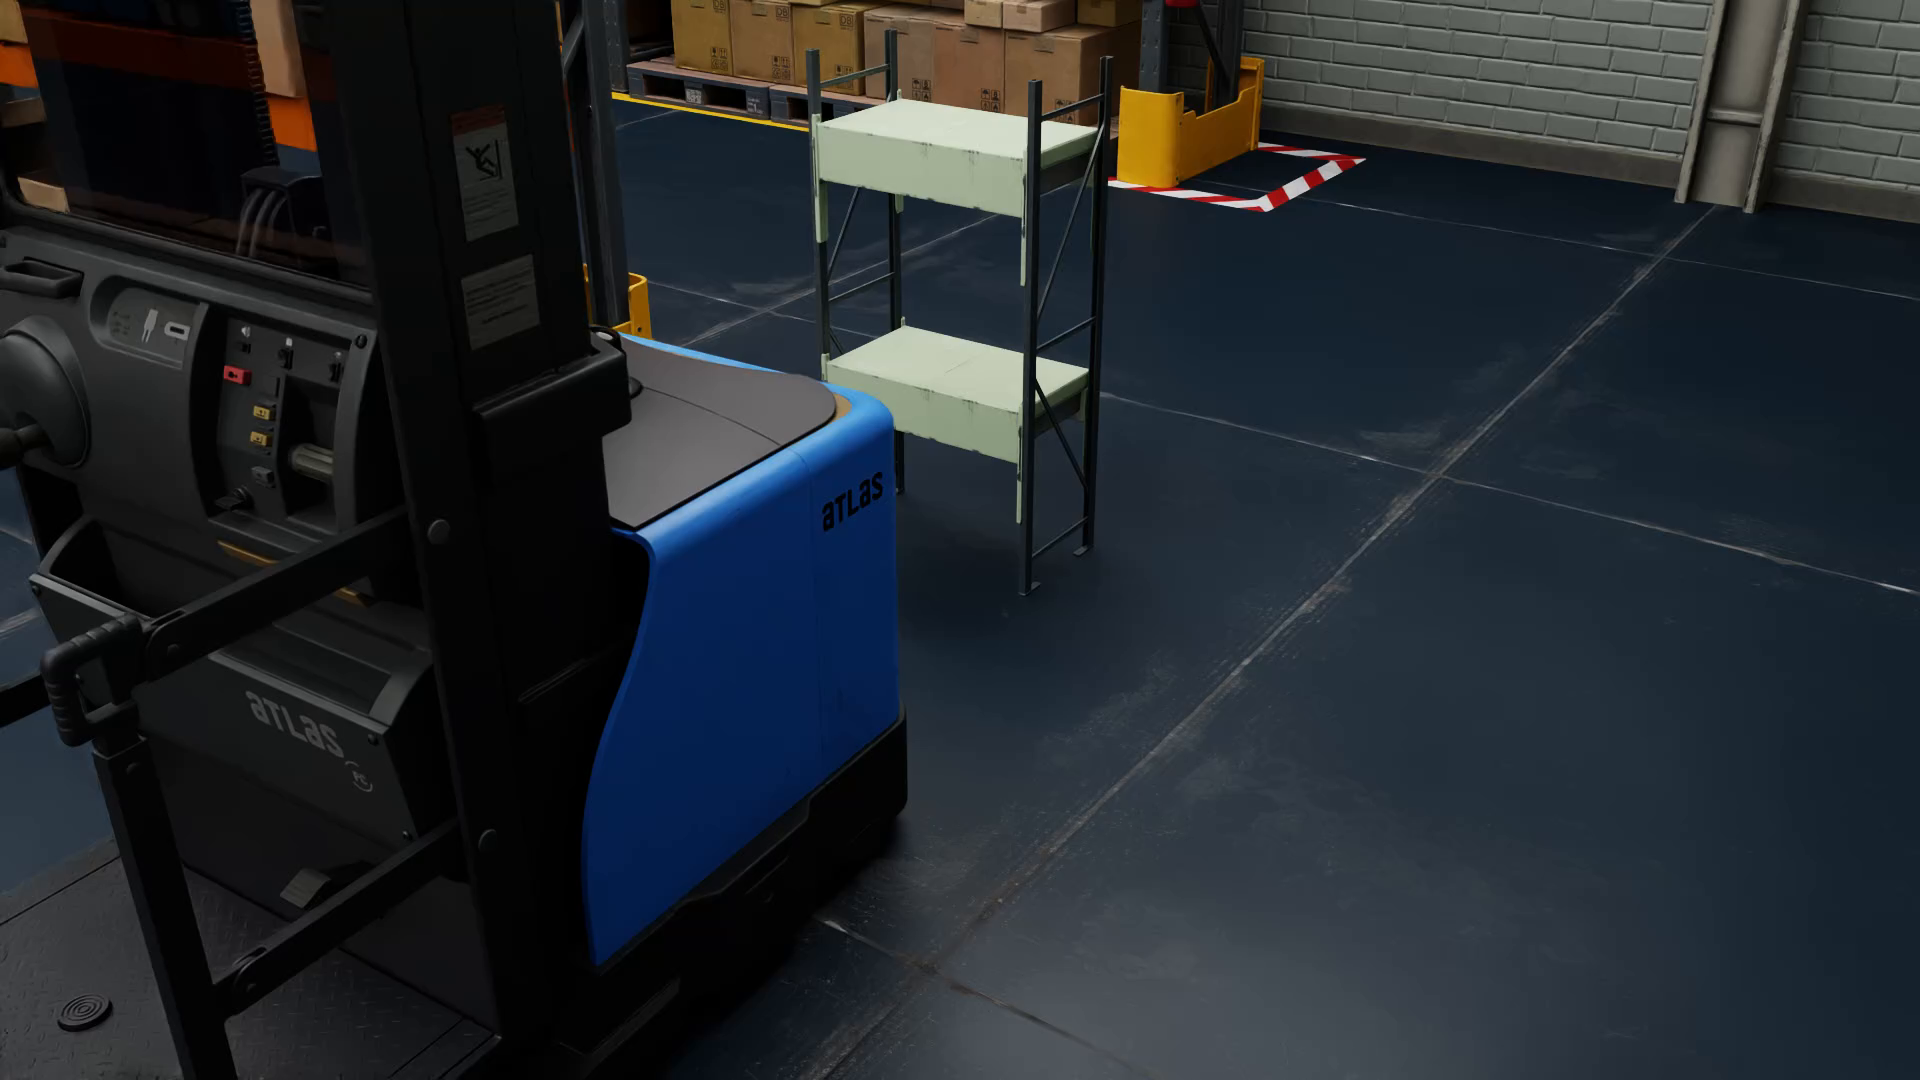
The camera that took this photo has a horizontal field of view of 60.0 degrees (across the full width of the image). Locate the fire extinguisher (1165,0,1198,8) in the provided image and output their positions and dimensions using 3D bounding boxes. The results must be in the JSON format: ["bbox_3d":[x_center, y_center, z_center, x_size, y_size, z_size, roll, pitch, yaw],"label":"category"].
[{"bbox_3d":[1.151,-3.080,8.492,0.183,0.674,0.296,17,32,30],"label":"fire extinguisher"}]

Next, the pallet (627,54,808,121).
[{"bbox_3d":[-1.426,-3.052,11.015,1.213,0.211,1.003,17,32,30],"label":"pallet"}]

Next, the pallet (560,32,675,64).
[{"bbox_3d":[-2.687,-3.447,11.790,1.213,0.211,1.003,17,32,30],"label":"pallet"}]

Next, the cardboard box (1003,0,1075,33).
[{"bbox_3d":[0.446,-2.962,9.340,0.250,0.149,0.380,17,31,30],"label":"cardboard box"}]

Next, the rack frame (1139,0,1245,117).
[{"bbox_3d":[1.288,-3.492,8.805,0.127,3.000,1.000,17,32,30],"label":"rack frame"}]

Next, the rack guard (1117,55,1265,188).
[{"bbox_3d":[1.308,-2.372,9.360,0.348,0.500,1.175,17,32,30],"label":"rack guard"}]

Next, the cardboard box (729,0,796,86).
[{"bbox_3d":[-1.038,-3.232,10.587,0.500,0.500,0.700,17,32,30],"label":"cardboard box"}]

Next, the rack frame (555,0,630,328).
[{"bbox_3d":[-1.513,-1.639,5.164,0.127,3.000,1.000,17,32,30],"label":"rack frame"}]

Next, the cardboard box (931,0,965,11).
[{"bbox_3d":[0.037,-3.299,10.003,0.250,0.149,0.380,18,32,31],"label":"cardboard box"}]

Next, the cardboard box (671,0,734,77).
[{"bbox_3d":[-1.450,-3.362,10.842,0.500,0.500,0.700,18,32,31],"label":"cardboard box"}]

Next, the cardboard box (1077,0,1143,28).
[{"bbox_3d":[0.871,-3.040,9.493,0.250,0.149,0.380,18,32,31],"label":"cardboard box"}]

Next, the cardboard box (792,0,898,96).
[{"bbox_3d":[-0.616,-3.099,10.326,0.500,0.500,0.700,18,32,31],"label":"cardboard box"}]

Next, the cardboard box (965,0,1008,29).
[{"bbox_3d":[0.235,-3.027,9.469,0.250,0.149,0.380,18,32,32],"label":"cardboard box"}]

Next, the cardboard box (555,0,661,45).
[{"bbox_3d":[-2.618,-3.867,11.448,0.750,0.750,0.750,18,32,31],"label":"cardboard box"}]

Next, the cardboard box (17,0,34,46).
[{"bbox_3d":[-2.874,-1.959,5.682,0.500,0.500,0.500,18,32,31],"label":"cardboard box"}]

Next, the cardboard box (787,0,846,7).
[{"bbox_3d":[-0.841,-3.361,10.125,0.250,0.149,0.380,16,31,29],"label":"cardboard box"}]

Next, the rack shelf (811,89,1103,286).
[{"bbox_3d":[-0.006,-1.018,4.736,0.720,0.370,0.431,17,32,30],"label":"rack shelf"}]

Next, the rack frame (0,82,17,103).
[{"bbox_3d":[-4.810,-2.667,7.182,0.127,3.000,1.000,17,32,30],"label":"rack frame"}]

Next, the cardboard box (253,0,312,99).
[{"bbox_3d":[-2.036,-1.697,5.167,0.500,0.500,0.500,18,32,32],"label":"cardboard box"}]

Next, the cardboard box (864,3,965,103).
[{"bbox_3d":[-0.173,-2.965,10.062,0.500,0.500,0.700,16,31,29],"label":"cardboard box"}]

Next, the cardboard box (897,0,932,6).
[{"bbox_3d":[-0.175,-3.364,10.132,0.250,0.149,0.380,18,32,31],"label":"cardboard box"}]

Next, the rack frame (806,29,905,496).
[{"bbox_3d":[-0.307,-0.764,5.098,0.023,1.500,0.400,17,32,30],"label":"rack frame"}]

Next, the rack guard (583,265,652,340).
[{"bbox_3d":[-1.576,-0.545,5.769,0.348,0.500,1.175,17,32,30],"label":"rack guard"}]

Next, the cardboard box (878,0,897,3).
[{"bbox_3d":[-0.383,-3.430,10.260,0.250,0.149,0.380,17,31,29],"label":"cardboard box"}]

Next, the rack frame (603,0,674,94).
[{"bbox_3d":[-2.009,-4.519,10.823,0.127,3.000,1.000,17,32,30],"label":"rack frame"}]

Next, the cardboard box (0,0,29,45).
[{"bbox_3d":[-3.289,-2.089,5.937,0.500,0.500,0.500,17,31,30],"label":"cardboard box"}]

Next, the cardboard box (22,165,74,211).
[{"bbox_3d":[-3.259,-1.269,6.705,0.637,0.503,0.797,17,32,30],"label":"cardboard box"}]

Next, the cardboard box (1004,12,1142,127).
[{"bbox_3d":[0.655,-2.708,9.557,0.500,0.500,0.700,17,32,30],"label":"cardboard box"}]

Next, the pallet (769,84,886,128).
[{"bbox_3d":[-0.416,-2.739,10.400,1.213,0.211,1.003,17,32,30],"label":"pallet"}]

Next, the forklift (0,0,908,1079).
[{"bbox_3d":[-1.336,-0.200,2.411,1.130,2.935,3.031,16,31,28],"label":"forklift"}]

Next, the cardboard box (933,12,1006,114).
[{"bbox_3d":[0.242,-2.836,9.809,0.500,0.500,0.700,17,32,30],"label":"cardboard box"}]

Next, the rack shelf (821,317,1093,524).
[{"bbox_3d":[-0.006,-0.380,5.061,0.720,0.370,0.431,17,32,30],"label":"rack shelf"}]

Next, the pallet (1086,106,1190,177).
[{"bbox_3d":[0.585,-2.426,9.784,1.213,0.211,1.003,17,32,30],"label":"pallet"}]

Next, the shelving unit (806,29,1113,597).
[{"bbox_3d":[-0.006,-0.670,4.913,0.755,1.500,0.431,17,32,30],"label":"shelving unit"}]

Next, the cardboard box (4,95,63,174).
[{"bbox_3d":[-4.180,-1.708,7.571,0.500,0.500,0.500,17,32,30],"label":"cardboard box"}]

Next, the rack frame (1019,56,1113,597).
[{"bbox_3d":[0.296,-0.576,4.729,0.023,1.500,0.400,17,32,30],"label":"rack frame"}]

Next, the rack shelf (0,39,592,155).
[{"bbox_3d":[-3.162,-1.832,6.336,4.000,0.370,1.077,17,32,30],"label":"rack shelf"}]

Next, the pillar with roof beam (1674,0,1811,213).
[{"bbox_3d":[1.566,-4.187,3.555,0.400,9.000,9.100,17,32,30],"label":"pillar with roof beam"}]
